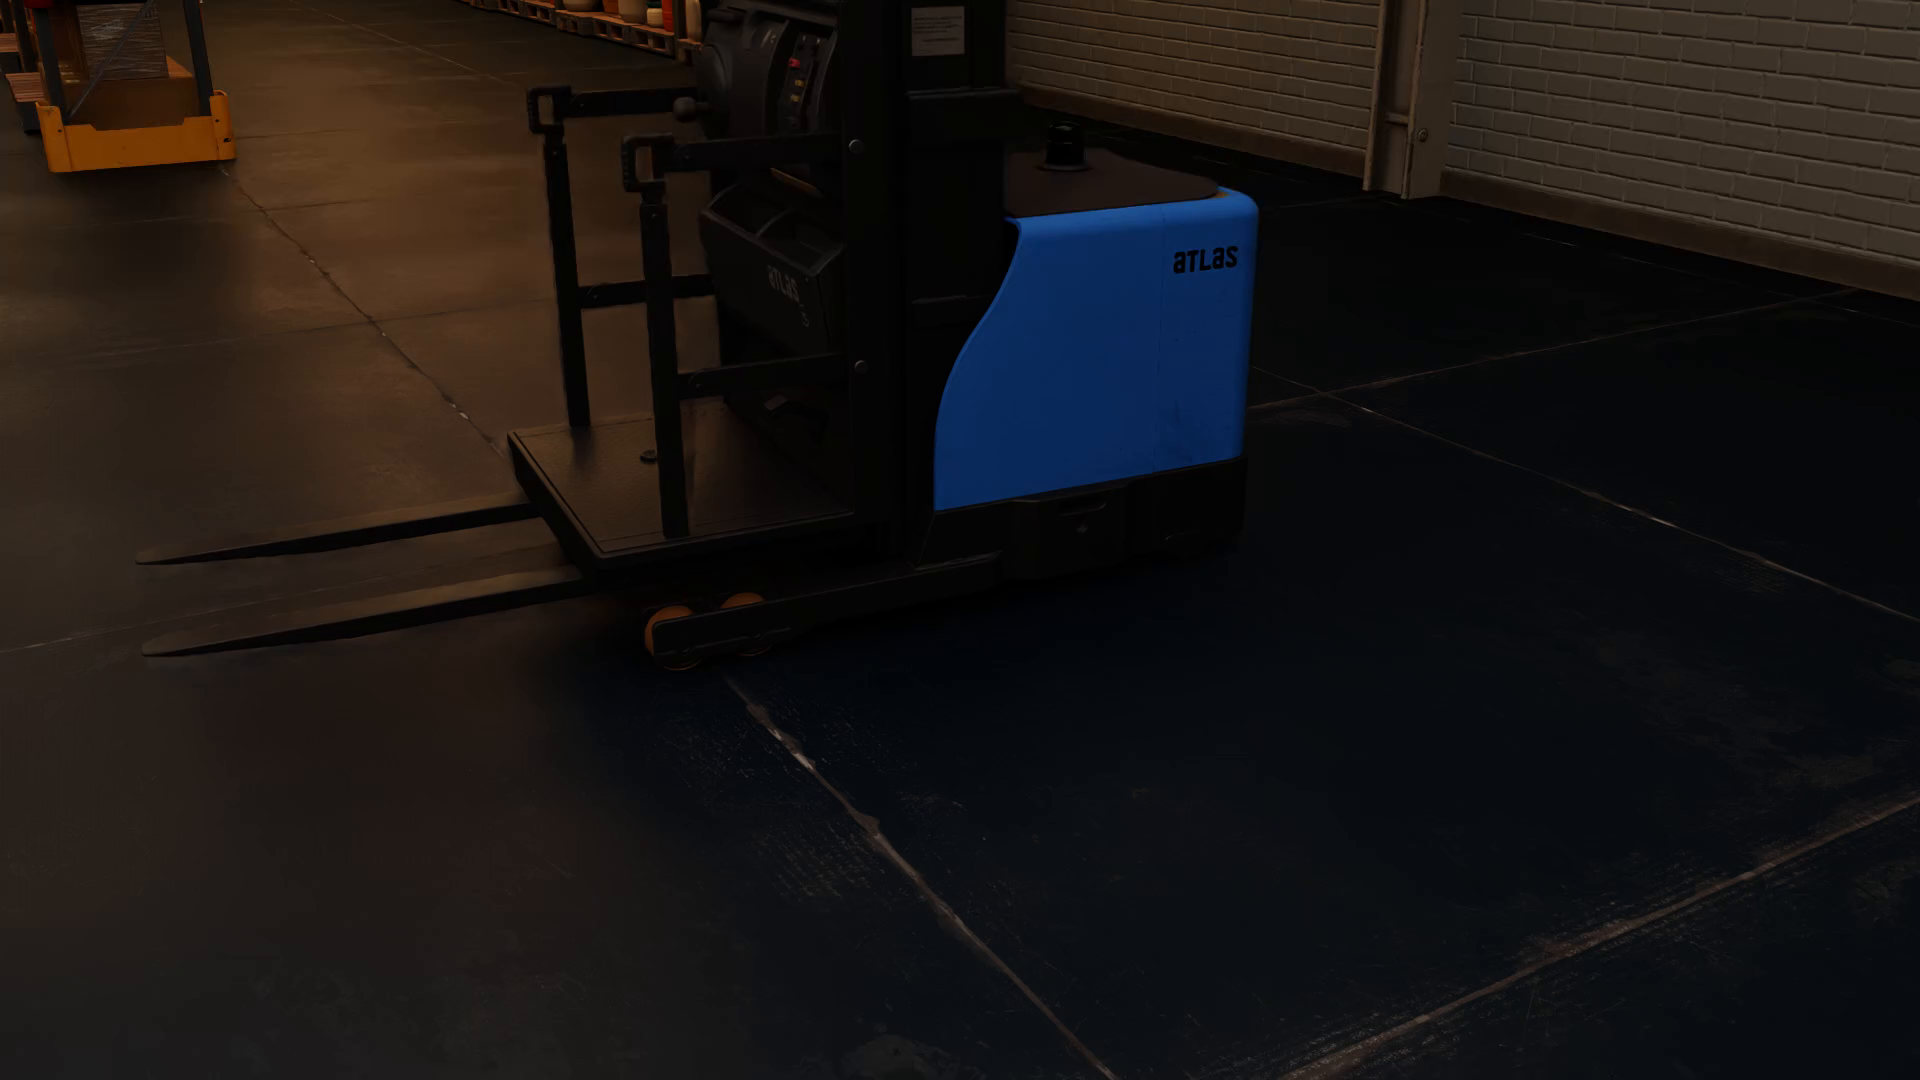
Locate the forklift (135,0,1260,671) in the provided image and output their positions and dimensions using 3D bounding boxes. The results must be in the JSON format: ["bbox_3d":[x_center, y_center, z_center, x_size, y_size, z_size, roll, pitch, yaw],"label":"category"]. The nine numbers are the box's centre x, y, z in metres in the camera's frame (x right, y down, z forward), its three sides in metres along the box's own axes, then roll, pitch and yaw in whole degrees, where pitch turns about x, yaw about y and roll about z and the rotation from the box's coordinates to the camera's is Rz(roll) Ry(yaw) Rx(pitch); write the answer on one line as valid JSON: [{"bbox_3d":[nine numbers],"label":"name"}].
[{"bbox_3d":[-0.696,-1.245,4.308,3.031,2.935,1.130,-10,25,-24],"label":"forklift"}]
